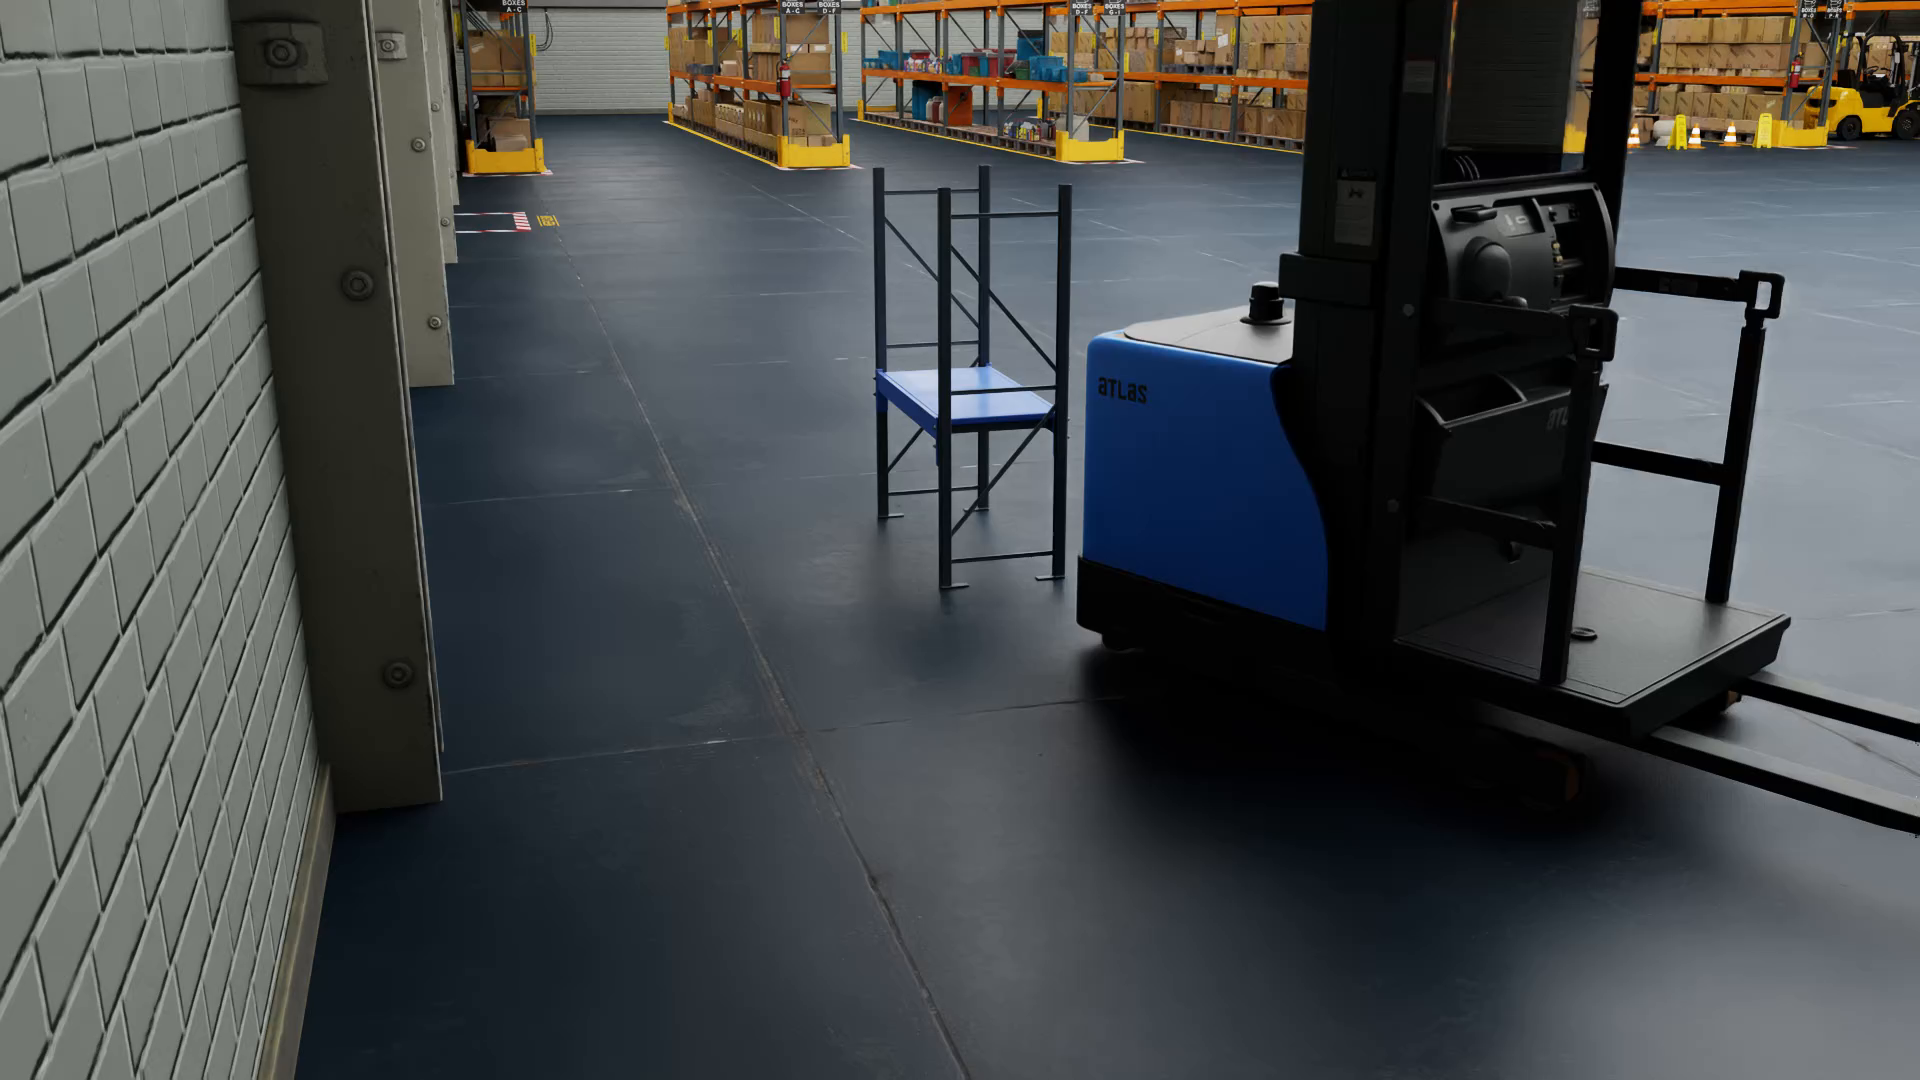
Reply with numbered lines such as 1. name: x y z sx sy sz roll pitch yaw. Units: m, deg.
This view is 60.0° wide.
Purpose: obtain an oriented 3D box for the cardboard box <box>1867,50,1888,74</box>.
1. cardboard box: 20.322 -10.495 36.504 0.500 0.500 0.500 -4 17 -14

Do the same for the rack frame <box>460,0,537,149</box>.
1. rack frame: -7.197 -7.275 25.958 1.000 3.000 0.127 -5 17 -15

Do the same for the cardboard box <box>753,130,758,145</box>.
1. cardboard box: -3.433 -7.229 29.854 0.500 0.250 0.500 -5 17 -15

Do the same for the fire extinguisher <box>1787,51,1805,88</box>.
1. fire extinguisher: 16.208 -9.128 32.262 0.296 0.674 0.183 -5 17 -15

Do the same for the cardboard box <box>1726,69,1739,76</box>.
1. cardboard box: 15.892 -9.548 33.961 0.380 0.149 0.250 -5 17 -16

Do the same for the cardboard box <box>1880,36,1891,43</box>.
1. cardboard box: 20.304 -10.909 36.235 0.380 0.149 0.250 -4 17 -14

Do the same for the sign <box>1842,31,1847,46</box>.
1. sign: 19.773 -11.205 37.164 0.100 0.325 0.005 -5 17 -15

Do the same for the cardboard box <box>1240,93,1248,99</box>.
1. cardboard box: 7.689 -11.826 44.301 0.380 0.149 0.250 -4 17 -14

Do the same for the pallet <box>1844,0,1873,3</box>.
1. pallet: 20.037 -12.321 37.876 0.805 0.209 1.217 -5 18 -17

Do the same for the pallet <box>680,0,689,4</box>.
1. pallet: -5.621 -12.148 37.292 1.213 0.211 1.003 -5 17 -15

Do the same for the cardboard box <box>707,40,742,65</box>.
1. cardboard box: -4.915 -10.295 35.108 0.700 0.500 0.500 -12 20 -34

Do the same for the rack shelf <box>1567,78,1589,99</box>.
1. rack shelf: 11.338 -9.023 33.027 1.077 0.370 4.000 -5 17 -15

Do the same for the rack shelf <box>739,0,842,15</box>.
1. rack shelf: -2.984 -9.313 28.779 1.077 0.370 4.000 -5 17 -15

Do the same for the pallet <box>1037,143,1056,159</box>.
1. pallet: 2.045 -6.966 29.774 1.003 0.211 1.213 -5 17 -15

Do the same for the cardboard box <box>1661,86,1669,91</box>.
1. cardboard box: 18.457 -11.712 43.216 0.380 0.149 0.250 -5 17 -15

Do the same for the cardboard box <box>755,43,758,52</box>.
1. cardboard box: -3.505 -8.903 30.074 0.380 0.149 0.250 -5 17 -17

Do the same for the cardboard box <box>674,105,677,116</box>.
1. cardboard box: -6.818 -10.676 41.295 0.500 0.250 0.500 -5 17 -15

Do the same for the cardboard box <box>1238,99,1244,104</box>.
1. cardboard box: 7.692 -11.767 44.619 0.380 0.149 0.250 -6 18 -18

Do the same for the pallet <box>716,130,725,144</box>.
1. pallet: -4.445 -8.315 34.265 1.003 0.211 1.213 -5 17 -15

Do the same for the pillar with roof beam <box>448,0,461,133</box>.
1. pillar with roof beam: -7.379 -13.933 37.695 9.100 9.000 0.400 -5 17 -15

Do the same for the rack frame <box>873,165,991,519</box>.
1. rack frame: -0.116 -0.835 7.126 0.500 1.500 0.032 -5 17 -15

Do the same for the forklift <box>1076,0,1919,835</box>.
1. forklift: 1.769 -0.834 4.634 1.130 2.935 3.031 -15 22 -40

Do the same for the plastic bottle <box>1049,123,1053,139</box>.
1. plastic bottle: 1.734 -7.762 31.535 0.061 0.283 0.133 -5 17 -15

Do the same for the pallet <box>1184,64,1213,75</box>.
1. pallet: 5.476 -10.027 35.452 1.003 0.211 1.213 -5 17 -15

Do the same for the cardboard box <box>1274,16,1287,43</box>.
1. cardboard box: 6.295 -9.667 31.492 0.500 0.500 0.500 -5 17 -15

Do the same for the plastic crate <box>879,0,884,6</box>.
1. plastic crate: -1.756 -13.227 40.763 0.437 0.282 0.530 -5 17 -15

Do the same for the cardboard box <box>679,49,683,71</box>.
1. cardboard box: -6.403 -11.438 39.641 0.500 0.500 0.500 -4 17 -14

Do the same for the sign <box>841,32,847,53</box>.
1. sign: -1.899 -8.163 27.270 0.100 0.325 0.005 -5 17 -15

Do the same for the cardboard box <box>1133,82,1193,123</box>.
1. cardboard box: 4.723 -10.039 38.122 1.225 0.875 0.875 -6 18 -18

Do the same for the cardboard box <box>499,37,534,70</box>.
1. cardboard box: -7.039 -7.728 26.388 0.500 0.500 0.500 -5 17 -15

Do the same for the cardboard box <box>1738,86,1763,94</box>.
1. cardboard box: 15.983 -9.085 33.601 0.380 0.149 0.250 -4 17 -14

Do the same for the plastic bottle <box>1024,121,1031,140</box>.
1. plastic bottle: 1.272 -7.630 30.978 0.144 0.351 0.185 -4 17 -13

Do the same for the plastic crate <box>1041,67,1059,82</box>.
1. plastic crate: 1.731 -8.282 29.569 0.499 0.251 0.408 -5 17 -15

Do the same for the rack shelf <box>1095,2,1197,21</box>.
1. rack shelf: 4.343 -12.308 38.750 1.077 0.370 4.000 -5 17 -15

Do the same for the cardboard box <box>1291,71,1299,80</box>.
1. cardboard box: 6.455 -8.737 31.260 0.380 0.149 0.250 -5 17 -15

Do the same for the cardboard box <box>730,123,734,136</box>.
1. cardboard box: -4.205 -8.032 32.527 0.500 0.250 0.500 -4 17 -14

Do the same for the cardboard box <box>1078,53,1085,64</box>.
1. cardboard box: 3.275 -12.084 41.712 0.500 0.250 0.500 -4 17 -14

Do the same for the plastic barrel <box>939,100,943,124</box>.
1. plastic barrel: -0.262 -9.564 37.172 0.421 0.512 0.421 0 17 0

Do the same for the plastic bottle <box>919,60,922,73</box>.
1. plastic bottle: -0.884 -10.804 37.928 0.097 0.271 0.097 0 17 0

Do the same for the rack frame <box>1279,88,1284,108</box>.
1. rack frame: 8.590 -12.134 42.132 1.000 3.000 0.127 -5 17 -15

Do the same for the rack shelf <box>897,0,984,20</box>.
1. rack shelf: -0.419 -11.917 37.446 1.077 0.370 4.000 -5 17 -15

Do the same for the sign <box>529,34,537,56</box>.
1. sign: -6.675 -7.733 25.977 0.100 0.325 0.005 -5 17 -15

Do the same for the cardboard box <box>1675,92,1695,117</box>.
1. cardboard box: 15.581 -9.252 35.284 0.500 0.500 0.500 -4 17 -13

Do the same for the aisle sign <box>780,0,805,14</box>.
1. aisle sign: -2.699 -8.872 26.754 0.394 0.787 0.004 -5 17 -15

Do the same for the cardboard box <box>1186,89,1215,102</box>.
1. cardboard box: 5.261 -9.707 36.330 0.500 0.250 0.500 -3 17 -9

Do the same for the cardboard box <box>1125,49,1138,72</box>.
1. cardboard box: 4.103 -11.250 39.018 0.500 0.500 0.500 -4 17 -14

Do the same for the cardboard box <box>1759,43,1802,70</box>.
1. cardboard box: 16.206 -9.552 32.848 0.500 0.500 0.500 -5 17 -16

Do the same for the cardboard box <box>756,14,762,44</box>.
1. cardboard box: -3.266 -9.182 29.876 0.700 0.500 0.500 -5 17 -15

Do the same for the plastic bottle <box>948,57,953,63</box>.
1. plastic bottle: -0.208 -10.772 37.684 0.144 0.351 0.185 -5 17 -15

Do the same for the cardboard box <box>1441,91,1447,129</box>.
1. cardboard box: 10.532 -9.209 35.576 1.050 0.750 0.750 -5 17 -16

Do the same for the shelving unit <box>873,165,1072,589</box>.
1. shelving unit: 0.023 -0.695 6.658 0.538 1.500 1.048 -5 17 -15
